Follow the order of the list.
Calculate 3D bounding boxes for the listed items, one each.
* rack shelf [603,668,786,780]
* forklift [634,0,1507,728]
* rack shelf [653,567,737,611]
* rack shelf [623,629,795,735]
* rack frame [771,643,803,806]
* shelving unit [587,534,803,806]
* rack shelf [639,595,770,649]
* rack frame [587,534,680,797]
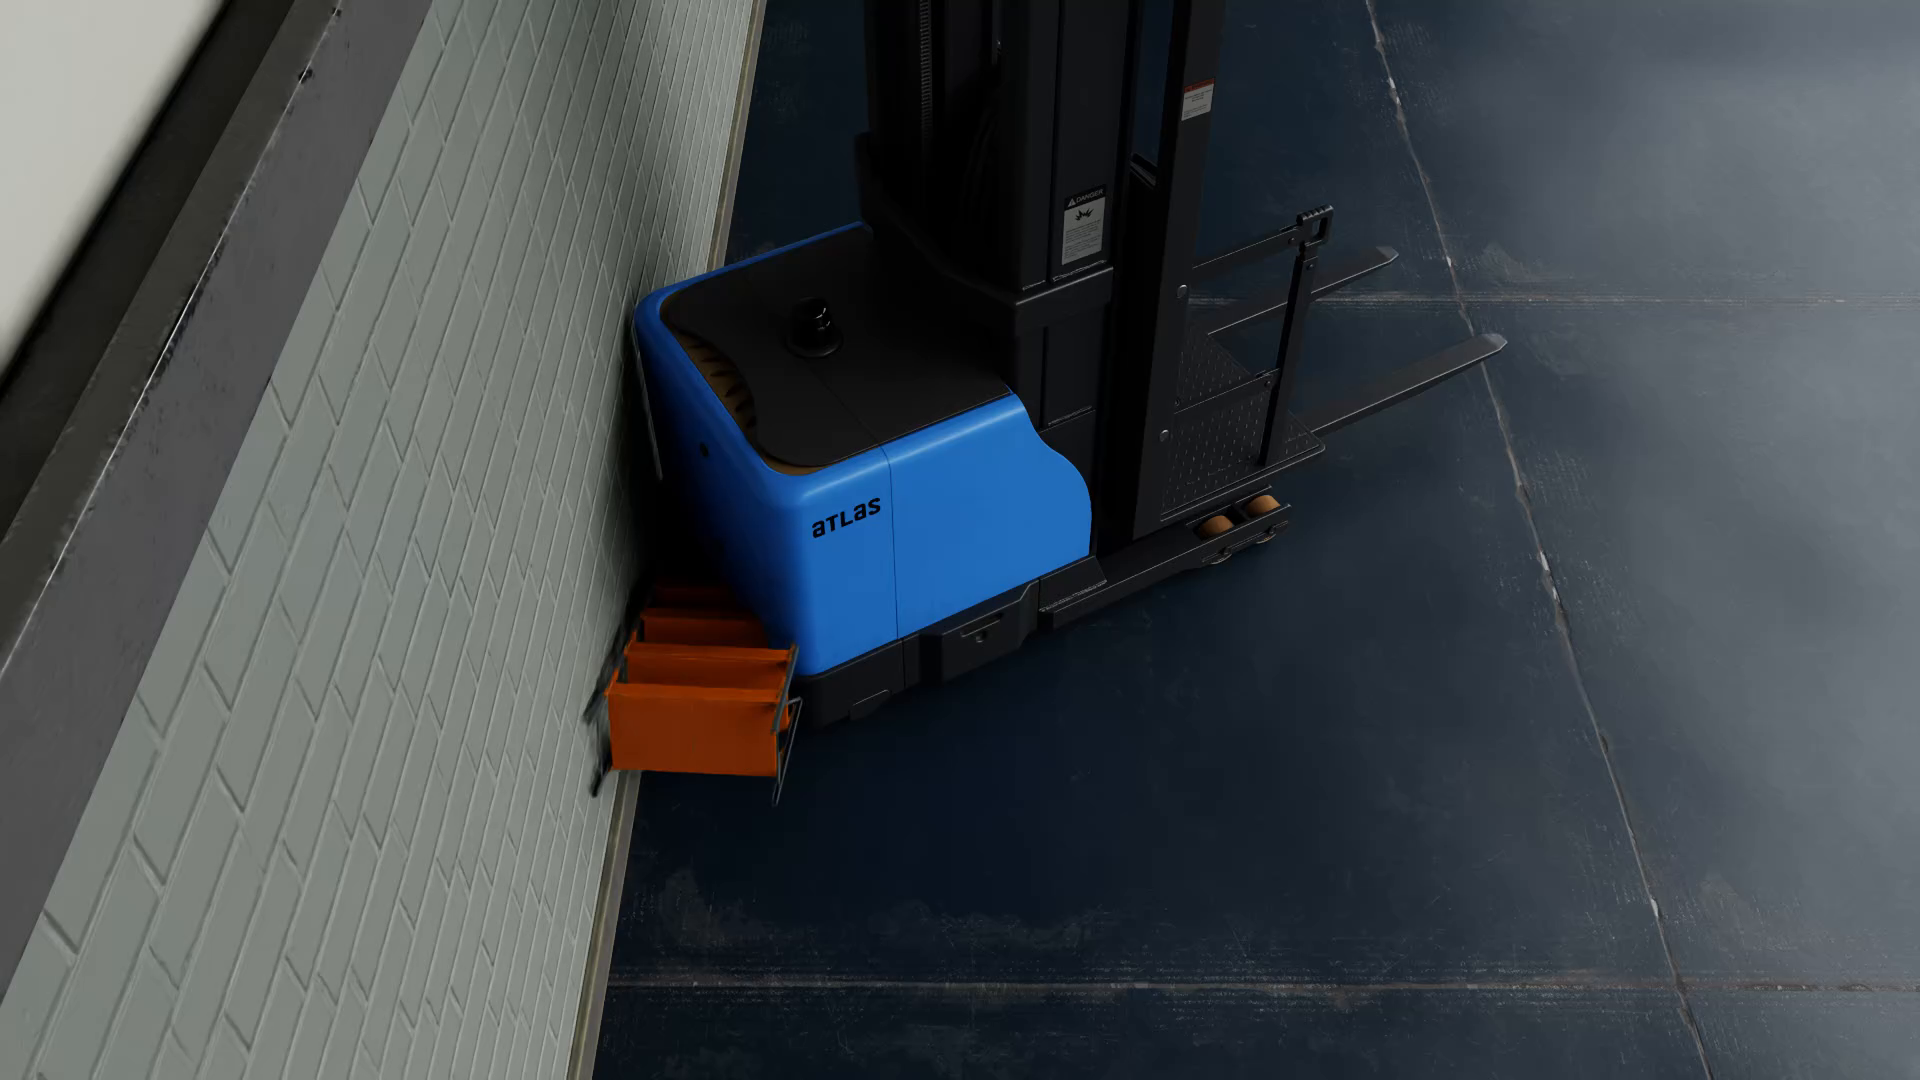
[{"bbox_3d":[-0.733,0.513,4.637,0.480,0.258,0.148,3,25,1],"label":"rack shelf"},{"bbox_3d":[0.544,-1.230,4.892,3.031,2.935,1.130,-23,51,-20],"label":"forklift"},{"bbox_3d":[-0.709,0.240,5.236,0.480,0.258,0.148,3,25,1],"label":"rack shelf"},{"bbox_3d":[-0.725,0.415,4.852,0.480,0.258,0.148,3,25,1],"label":"rack shelf"},{"bbox_3d":[-0.475,0.362,4.990,0.015,0.240,1.200,3,25,1],"label":"rack frame"},{"bbox_3d":[-0.719,0.350,4.994,0.503,0.258,1.200,3,25,1],"label":"shelving unit"},{"bbox_3d":[-0.716,0.322,5.056,0.480,0.258,0.148,3,25,1],"label":"rack shelf"},{"bbox_3d":[-0.963,0.338,4.999,0.015,0.240,1.200,3,25,1],"label":"rack frame"}]
